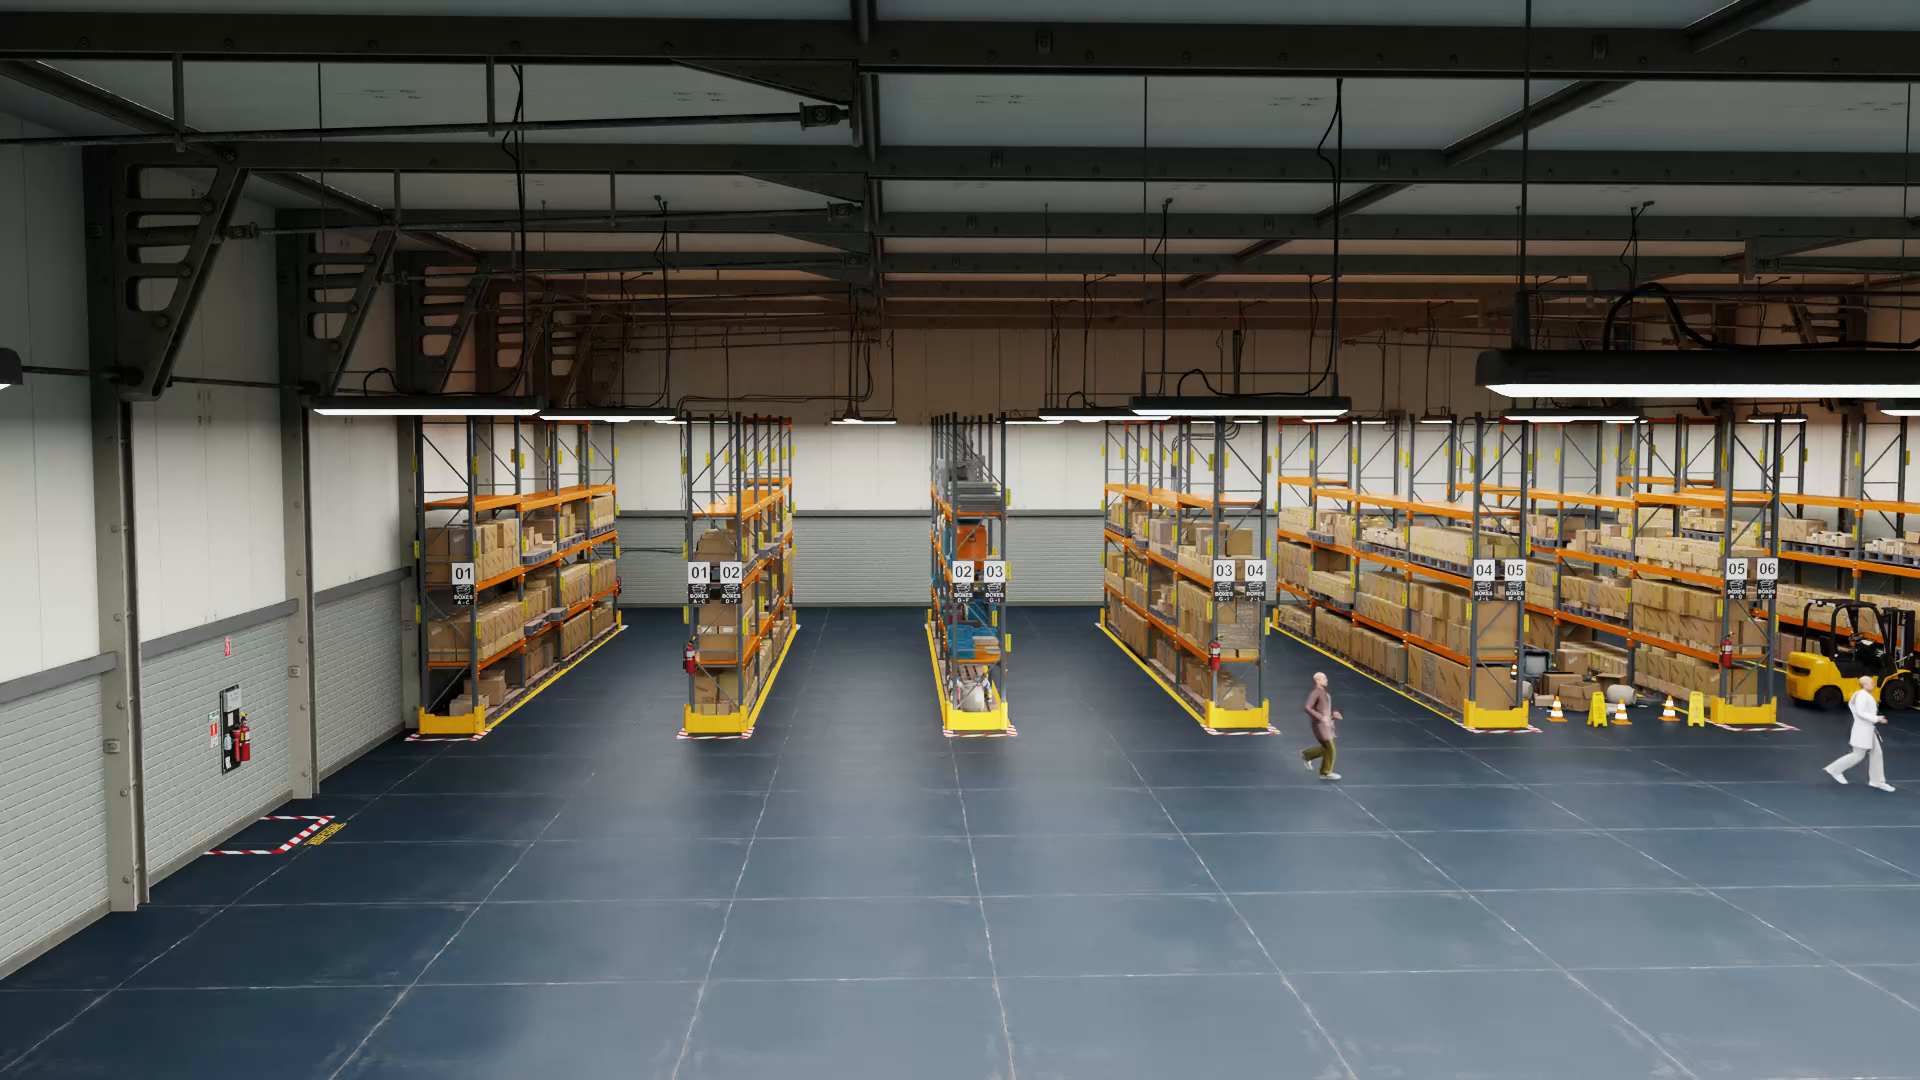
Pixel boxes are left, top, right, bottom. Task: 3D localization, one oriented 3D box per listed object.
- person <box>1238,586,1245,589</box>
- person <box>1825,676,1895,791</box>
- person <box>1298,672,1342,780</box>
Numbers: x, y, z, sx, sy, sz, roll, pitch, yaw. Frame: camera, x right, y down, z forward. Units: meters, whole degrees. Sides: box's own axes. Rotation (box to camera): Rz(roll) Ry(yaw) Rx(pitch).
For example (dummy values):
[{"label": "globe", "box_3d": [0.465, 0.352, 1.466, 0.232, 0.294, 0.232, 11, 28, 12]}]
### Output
[{"label": "person", "box_3d": [7.861, 1.747, 45.373, 0.651, 1.763, 0.782, 0, 4, 2]}, {"label": "person", "box_3d": [14.264, 3.045, 26.307, 0.982, 1.794, 0.705, 3, 5, 38]}, {"label": "person", "box_3d": [5.846, 3.014, 27.054, 0.754, 1.730, 0.713, 2, 5, 31]}]
